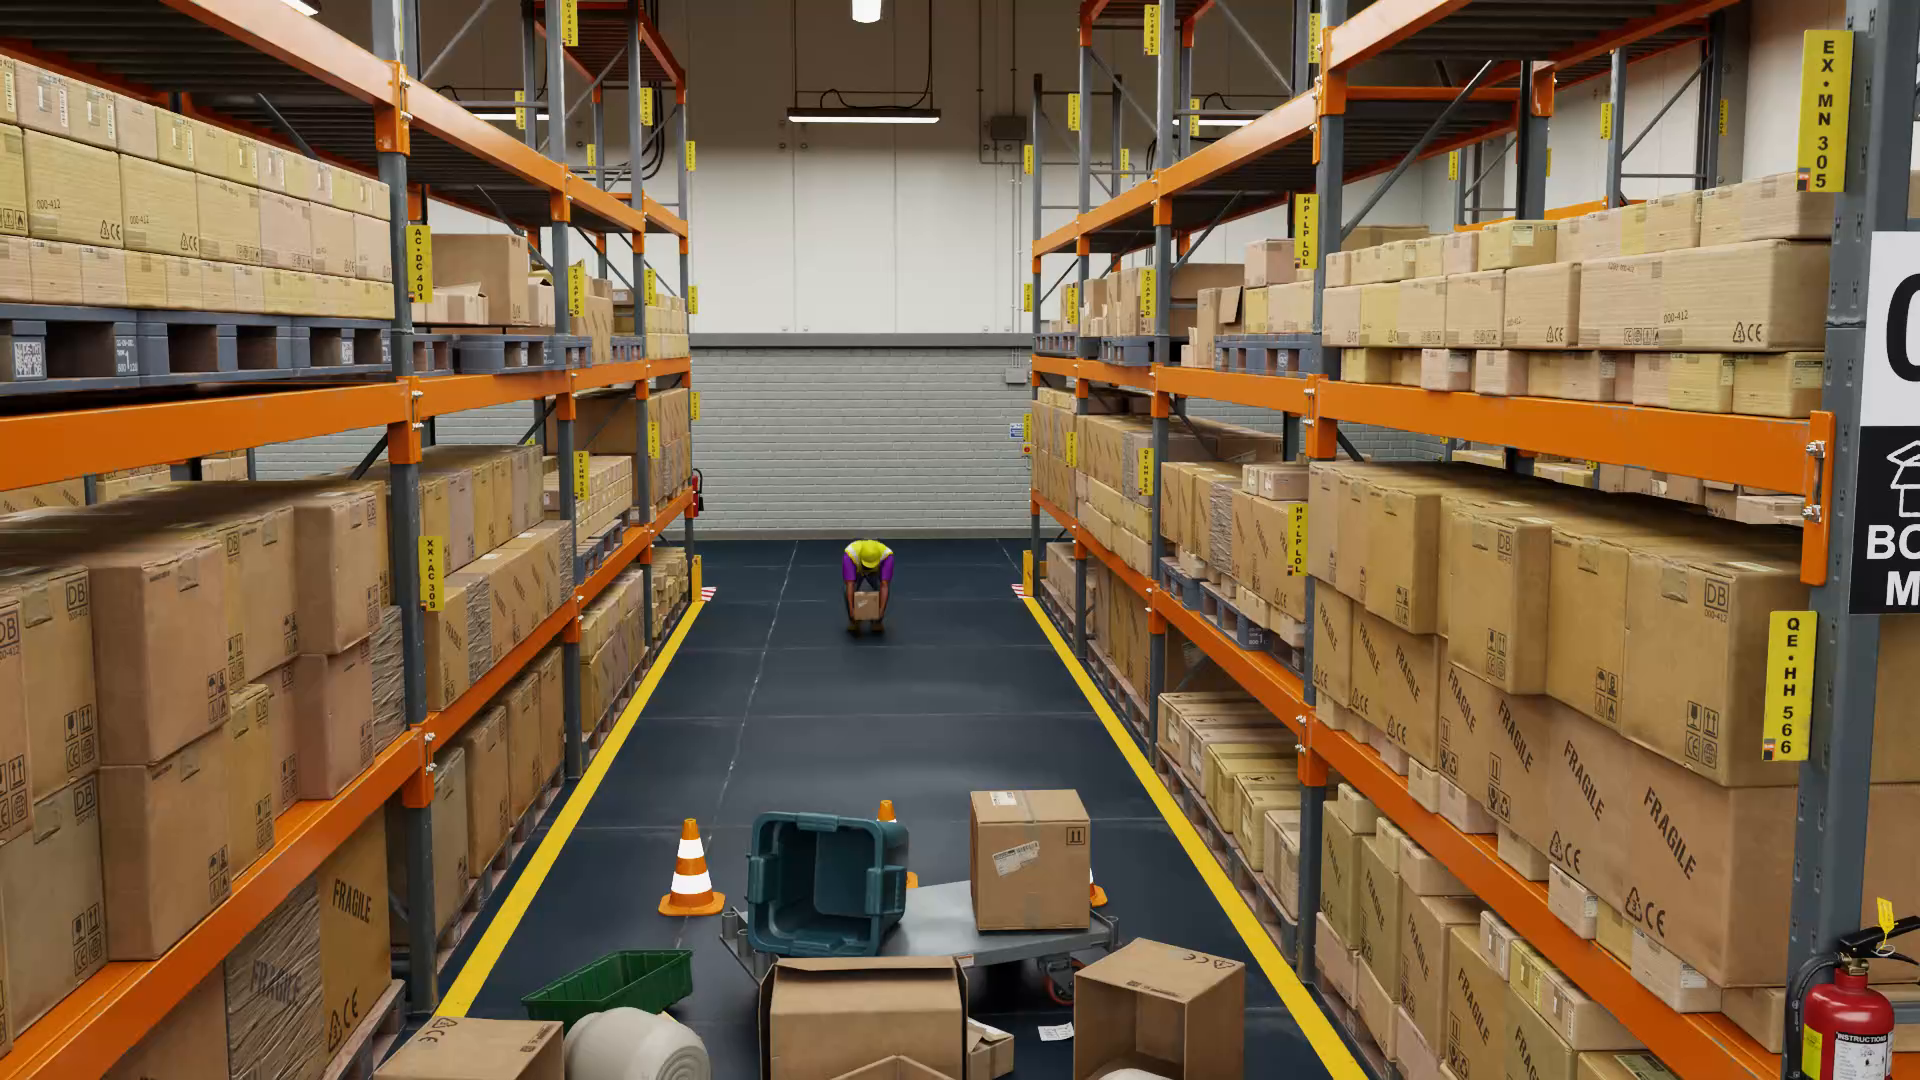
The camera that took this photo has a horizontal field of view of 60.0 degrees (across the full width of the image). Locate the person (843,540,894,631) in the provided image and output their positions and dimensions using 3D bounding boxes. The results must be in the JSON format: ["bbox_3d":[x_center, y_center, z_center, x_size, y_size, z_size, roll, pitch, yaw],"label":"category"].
[{"bbox_3d":[-0.947,0.451,17.105,0.523,1.001,0.938,-1,7,-6],"label":"person"}]
